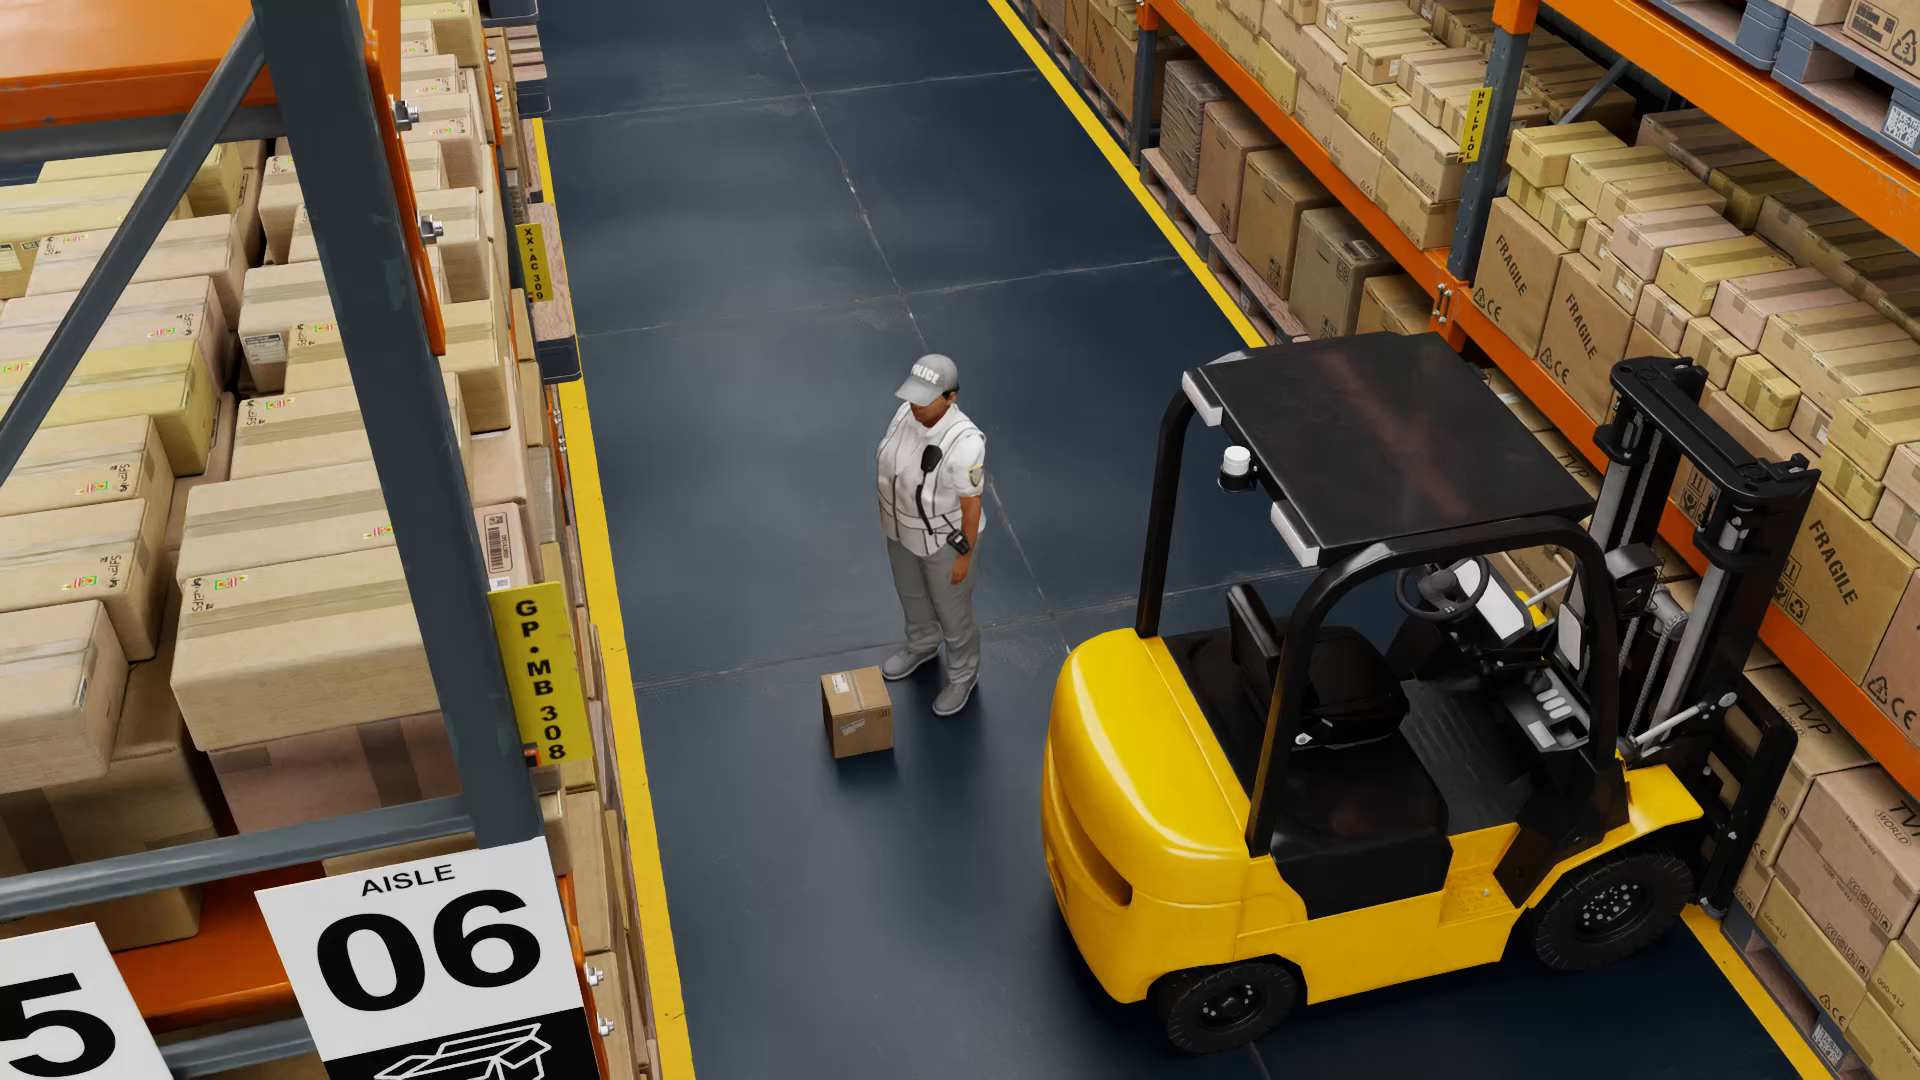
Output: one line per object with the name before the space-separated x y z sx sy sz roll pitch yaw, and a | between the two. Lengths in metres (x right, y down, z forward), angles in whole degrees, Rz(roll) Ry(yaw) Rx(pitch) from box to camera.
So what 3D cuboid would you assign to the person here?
person | -0.116 -0.022 6.739 0.390 1.668 0.474 -30 47 -32
